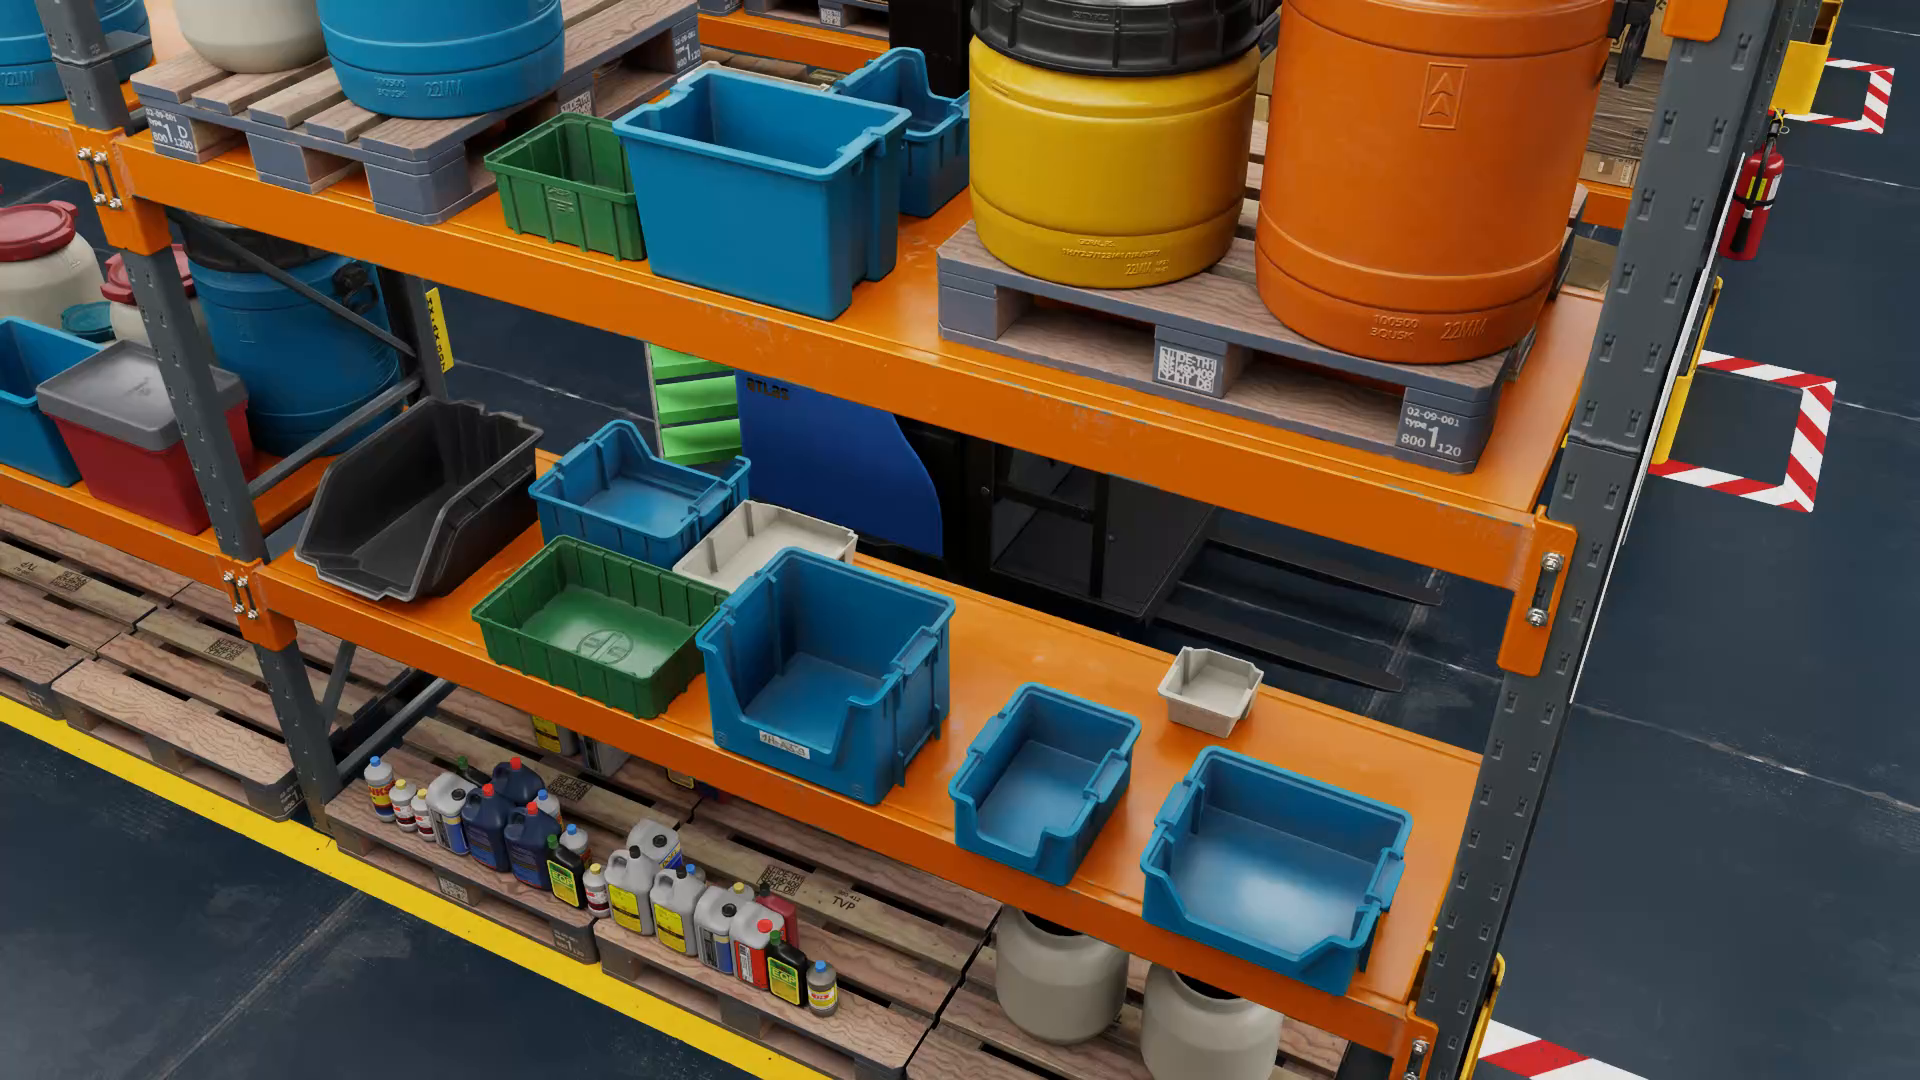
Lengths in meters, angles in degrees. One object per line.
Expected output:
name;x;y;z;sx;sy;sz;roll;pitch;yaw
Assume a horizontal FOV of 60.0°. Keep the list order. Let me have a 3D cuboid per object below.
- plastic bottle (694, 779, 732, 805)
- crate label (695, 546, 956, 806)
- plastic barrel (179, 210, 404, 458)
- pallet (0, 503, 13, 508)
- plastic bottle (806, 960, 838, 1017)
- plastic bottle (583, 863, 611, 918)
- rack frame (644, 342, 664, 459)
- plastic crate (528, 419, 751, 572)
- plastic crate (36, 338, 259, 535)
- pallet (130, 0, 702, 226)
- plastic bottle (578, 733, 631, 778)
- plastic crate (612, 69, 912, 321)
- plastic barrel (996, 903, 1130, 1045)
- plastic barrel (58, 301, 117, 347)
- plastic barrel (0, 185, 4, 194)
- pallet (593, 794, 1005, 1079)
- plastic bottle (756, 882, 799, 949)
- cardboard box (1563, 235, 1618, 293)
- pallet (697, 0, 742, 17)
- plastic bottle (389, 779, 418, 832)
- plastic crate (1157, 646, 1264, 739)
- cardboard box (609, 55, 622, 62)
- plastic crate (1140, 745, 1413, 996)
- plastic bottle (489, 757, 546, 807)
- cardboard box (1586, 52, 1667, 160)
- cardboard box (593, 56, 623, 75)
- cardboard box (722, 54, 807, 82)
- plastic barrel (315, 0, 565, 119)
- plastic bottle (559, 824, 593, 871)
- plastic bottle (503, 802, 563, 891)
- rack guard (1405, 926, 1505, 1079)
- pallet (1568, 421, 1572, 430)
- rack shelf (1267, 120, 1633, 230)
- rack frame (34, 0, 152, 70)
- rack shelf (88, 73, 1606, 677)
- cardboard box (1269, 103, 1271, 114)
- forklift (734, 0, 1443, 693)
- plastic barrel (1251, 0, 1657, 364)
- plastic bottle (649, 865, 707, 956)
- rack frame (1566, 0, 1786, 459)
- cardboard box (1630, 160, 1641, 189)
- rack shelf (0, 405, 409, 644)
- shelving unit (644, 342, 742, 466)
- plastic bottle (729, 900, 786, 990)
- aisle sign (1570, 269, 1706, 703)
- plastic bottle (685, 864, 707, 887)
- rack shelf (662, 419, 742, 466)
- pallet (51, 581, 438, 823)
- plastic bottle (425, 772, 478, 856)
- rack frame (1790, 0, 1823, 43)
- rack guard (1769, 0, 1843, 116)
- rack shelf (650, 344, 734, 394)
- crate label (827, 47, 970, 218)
plastic bottle;-0.907;0.831;6.058;0.133;0.283;0.061;17;41;21
crate label;-0.370;0.383;4.735;0.616;0.435;0.502;17;41;21
plastic barrel;-2.366;-0.818;5.932;0.708;0.901;0.600;17;41;21
pallet;-5.045;-0.114;7.725;1.213;0.211;1.003;17;41;21
plastic bottle;-0.443;1.428;5.338;0.097;0.201;0.097;0;37;0
plastic bottle;-1.229;1.182;5.662;0.097;0.201;0.097;0;37;0
rack frame;-1.400;-0.642;7.603;0.015;1.200;0.240;-8;38;-11
plastic crate;-1.055;-0.127;5.560;0.616;0.251;0.499;17;41;21
plastic crate;-2.733;-0.344;5.670;0.583;0.464;0.402;17;41;21
pallet;-1.477;-1.320;4.683;1.003;0.211;1.213;17;41;21
plastic bottle;-1.334;0.726;6.202;0.135;0.276;0.152;17;41;21
plastic crate;-0.443;-0.793;3.846;0.575;0.384;0.392;17;41;21
plastic barrel;0.325;1.306;5.259;0.421;0.512;0.421;0;37;0
plastic barrel;-3.267;-0.744;6.363;0.301;0.262;0.301;0;37;0
plastic barrel;-3.947;-1.110;6.620;0.433;0.535;0.433;0;37;0
pallet;-0.498;1.310;5.850;1.213;0.211;1.003;17;41;21
plastic bottle;-0.606;1.253;5.501;0.133;0.283;0.061;17;41;21
cardboard box;3.120;-1.249;8.635;0.500;0.500;0.500;25;44;29
pallet;-1.660;-3.515;10.058;1.213;0.211;1.003;17;41;21
plastic bottle;-1.991;0.943;5.977;0.097;0.201;0.097;0;37;0
plastic crate;0.743;0.447;4.898;0.250;0.136;0.298;17;41;21
cardboard box;-2.352;-3.286;10.681;0.500;0.250;0.500;22;42;26
plastic crate;0.807;0.845;4.279;0.616;0.251;0.499;17;41;21
plastic bottle;-1.571;0.901;5.909;0.185;0.351;0.144;17;41;21
cardboard box;3.191;-2.221;7.867;0.500;0.500;0.875;17;41;21
cardboard box;-2.334;-2.976;10.894;0.500;0.500;0.700;14;39;18
cardboard box;-1.332;-2.667;10.487;0.500;0.500;0.700;14;39;18
plastic barrel;-1.328;-1.576;4.102;0.708;0.901;0.600;17;41;21
plastic bottle;-1.321;1.084;5.734;0.097;0.271;0.097;0;37;0
plastic bottle;-1.469;1.031;5.737;0.185;0.351;0.144;16;40;20
rack guard;1.300;1.764;5.013;0.348;0.500;1.175;17;41;21
pallet;2.894;-1.051;8.959;1.213;0.211;1.003;17;41;21
rack shelf;1.891;-2.165;8.716;4.000;0.370;1.077;17;41;21
rack frame;-2.163;-2.738;3.914;0.127;3.000;1.000;17;41;21
rack shelf;-0.387;-0.700;4.306;4.000;0.370;1.077;17;41;21
cardboard box;1.749;-2.231;8.416;0.250;0.149;0.380;17;41;21
forklift;0.558;-0.991;6.631;3.031;2.935;1.130;18;41;22
plastic barrel;0.899;-0.836;3.187;0.708;0.830;0.600;17;41;21
plastic bottle;-0.927;1.201;5.514;0.185;0.351;0.144;19;41;23
rack frame;1.389;-1.626;2.449;0.127;3.000;1.000;17;41;21
cardboard box;3.319;-1.764;7.800;0.250;0.149;0.380;17;41;21
rack shelf;-3.939;-0.618;6.678;4.000;0.370;1.077;17;41;21
shelving unit;-1.163;-0.677;7.650;0.503;1.200;0.258;-8;38;-11
plastic bottle;-0.654;1.314;5.428;0.135;0.276;0.152;18;41;22
aisle sign;1.316;-0.092;3.240;0.004;0.787;0.394;17;41;21
plastic bottle;-0.910;1.184;5.660;0.097;0.201;0.097;0;37;0
rack shelf;-1.163;-0.435;7.833;0.480;0.148;0.258;-8;38;-11
pallet;-2.878;0.565;6.831;1.213;0.211;1.003;17;41;21
plastic bottle;-1.782;0.961;5.893;0.135;0.276;0.152;19;41;23
rack frame;6.038;-4.530;11.237;0.127;3.000;1.000;17;41;21
rack guard;6.059;-3.528;11.984;0.348;0.500;1.175;17;41;21
rack shelf;-1.163;-0.817;7.543;0.480;0.148;0.258;-8;38;-11
crate label;-0.121;-1.069;4.320;0.408;0.251;0.502;17;41;21
